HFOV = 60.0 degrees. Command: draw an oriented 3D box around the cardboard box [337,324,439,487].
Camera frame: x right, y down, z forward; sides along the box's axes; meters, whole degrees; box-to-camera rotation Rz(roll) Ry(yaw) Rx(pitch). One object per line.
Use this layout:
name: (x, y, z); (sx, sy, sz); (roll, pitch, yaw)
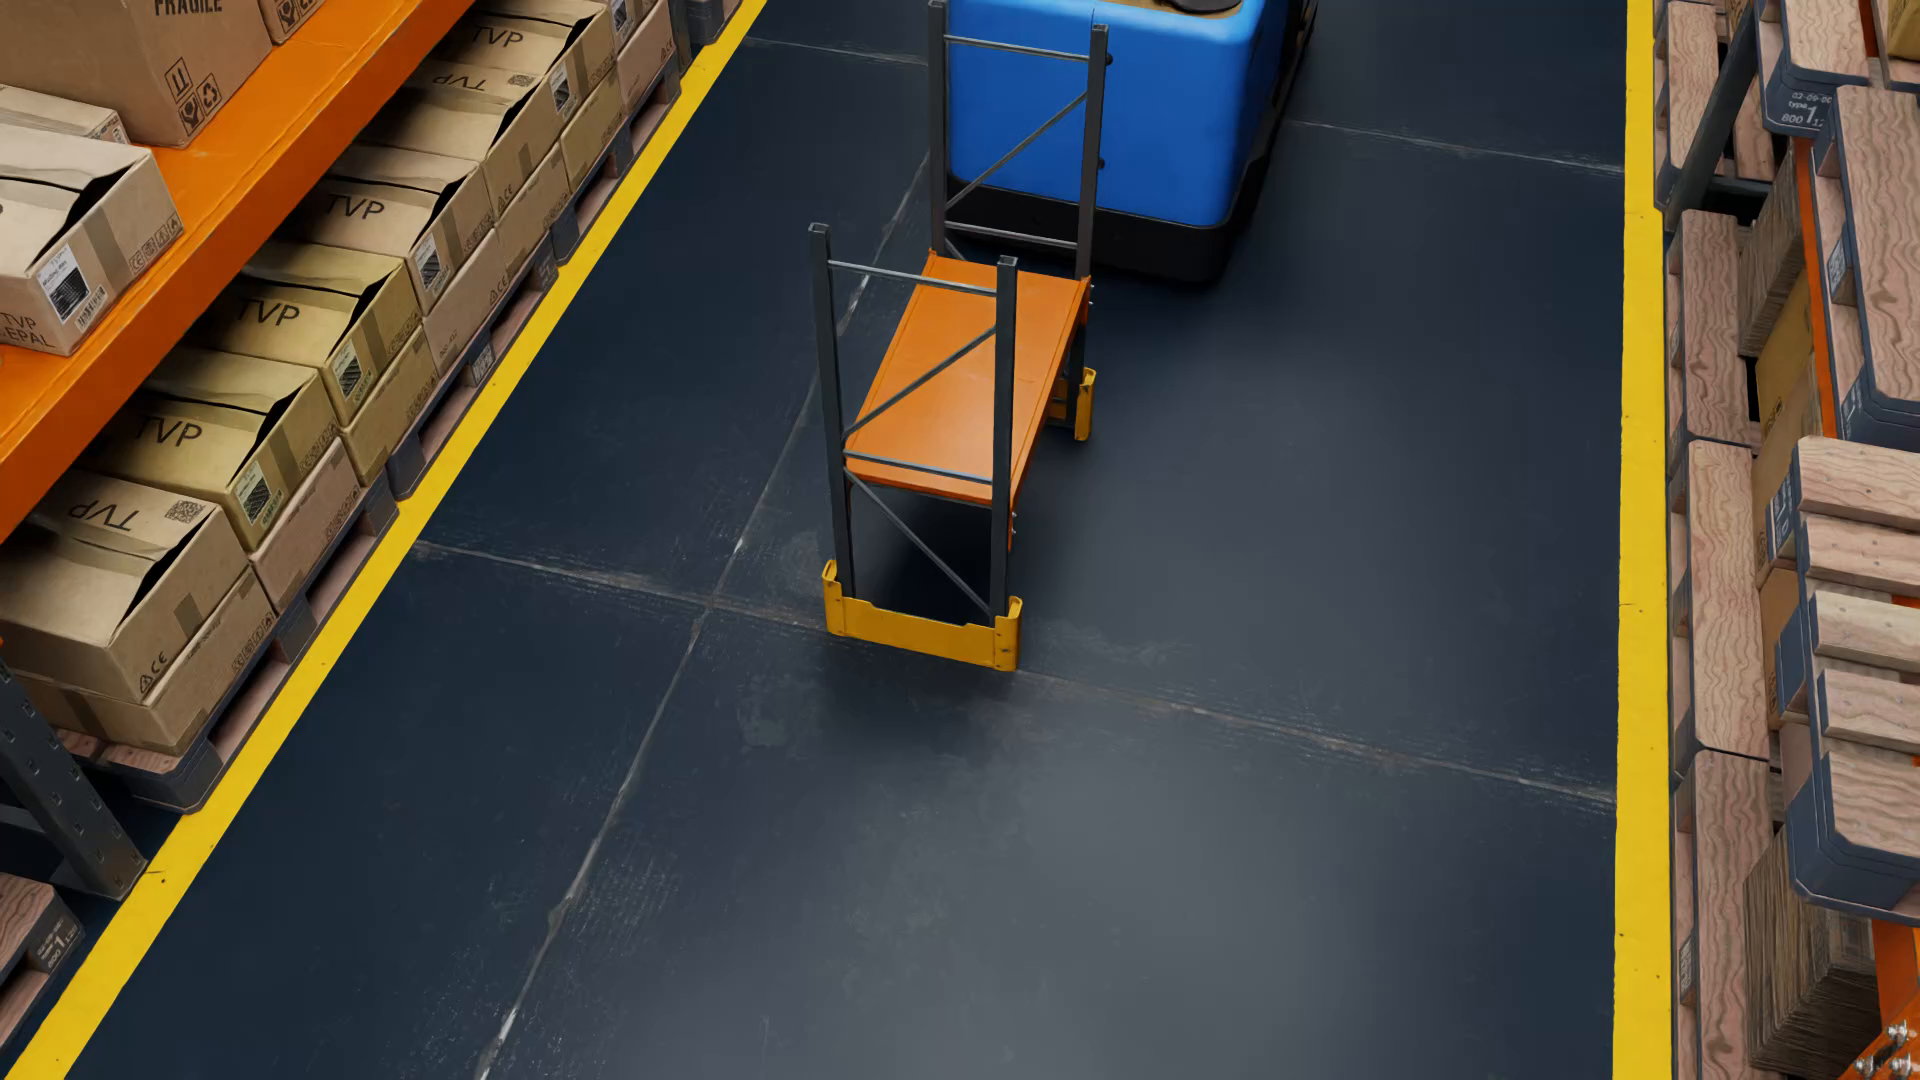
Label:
cardboard box: (-1.997, -0.465, 5.214); (0.500, 0.250, 0.500); (10, 49, 9)

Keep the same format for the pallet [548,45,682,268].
pallet: (-1.785, -1.604, 6.525); (1.003, 0.211, 1.213); (12, 50, 10)

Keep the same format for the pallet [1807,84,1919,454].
pallet: (2.580, -0.576, 3.886); (1.003, 0.211, 1.213); (12, 50, 10)

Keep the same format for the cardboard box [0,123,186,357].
cardboard box: (-2.259, -0.754, 3.974); (0.500, 0.311, 0.500); (11, 49, 10)

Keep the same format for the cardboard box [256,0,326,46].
cardboard box: (-2.117, -1.805, 4.776); (0.500, 0.500, 0.500); (12, 50, 10)

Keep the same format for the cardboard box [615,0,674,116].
cardboard box: (-1.458, -1.940, 6.515); (0.500, 0.250, 0.500); (11, 50, 10)

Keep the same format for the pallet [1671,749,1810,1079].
pallet: (2.306, 1.158, 4.087); (1.003, 0.211, 1.213); (12, 50, 10)

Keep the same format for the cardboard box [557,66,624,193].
cardboard box: (-1.593, -1.574, 6.192); (0.500, 0.250, 0.500); (11, 49, 9)

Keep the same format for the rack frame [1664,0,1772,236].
rack frame: (3.152, -2.093, 5.096); (1.000, 3.000, 0.127); (12, 50, 10)

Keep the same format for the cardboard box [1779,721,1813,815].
cardboard box: (2.486, 0.601, 4.092); (0.700, 0.500, 0.500); (11, 50, 10)

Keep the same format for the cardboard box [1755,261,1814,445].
cardboard box: (2.886, -0.492, 5.057); (0.700, 0.500, 0.500); (11, 49, 9)

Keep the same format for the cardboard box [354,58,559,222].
cardboard box: (-1.723, -1.395, 5.660); (0.500, 0.311, 0.500); (11, 50, 10)

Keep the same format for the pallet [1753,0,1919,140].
pallet: (2.810, -1.505, 4.706); (1.003, 0.211, 1.213); (12, 50, 10)

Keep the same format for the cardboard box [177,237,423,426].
cardboard box: (-1.993, -0.660, 5.012); (0.500, 0.311, 0.500); (10, 49, 9)

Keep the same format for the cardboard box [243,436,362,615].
cardboard box: (-2.128, -0.088, 4.881); (0.500, 0.250, 0.500); (10, 49, 9)

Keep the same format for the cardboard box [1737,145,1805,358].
cardboard box: (2.974, -0.876, 5.396); (0.700, 0.500, 0.500); (13, 50, 11)

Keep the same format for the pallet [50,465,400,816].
pallet: (-2.427, 0.161, 4.967); (1.003, 0.211, 1.213); (12, 50, 10)

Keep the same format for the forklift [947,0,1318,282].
forklift: (0.886, -3.028, 5.968); (1.130, 2.935, 3.031); (14, 50, 12)

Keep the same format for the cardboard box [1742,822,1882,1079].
cardboard box: (2.238, 0.951, 3.784); (0.700, 0.500, 0.500); (12, 50, 11)

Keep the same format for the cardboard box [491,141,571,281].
cardboard box: (-1.727, -1.204, 5.866); (0.500, 0.250, 0.500); (13, 50, 11)

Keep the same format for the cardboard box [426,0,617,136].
cardboard box: (-1.589, -1.755, 5.978); (0.500, 0.311, 0.500); (13, 50, 11)

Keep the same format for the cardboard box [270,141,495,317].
cardboard box: (-1.859, -1.032, 5.340); (0.500, 0.311, 0.500); (11, 49, 10)

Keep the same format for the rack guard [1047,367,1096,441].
rack guard: (0.151, -0.498, 5.523); (0.587, 0.250, 0.087); (12, 50, 10)

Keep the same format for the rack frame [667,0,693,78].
rack frame: (-1.628, -3.068, 5.957); (1.000, 3.000, 0.127); (12, 50, 10)

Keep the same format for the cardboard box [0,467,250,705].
cardboard box: (-2.260, 0.090, 4.350); (0.500, 0.311, 0.500); (13, 50, 11)

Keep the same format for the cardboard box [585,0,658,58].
cardboard box: (-1.458, -2.133, 6.312); (0.500, 0.311, 0.500); (12, 50, 10)

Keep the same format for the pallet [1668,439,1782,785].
pallet: (2.629, 0.279, 4.863); (1.003, 0.211, 1.213); (12, 50, 10)

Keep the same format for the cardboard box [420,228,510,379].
cardboard box: (-1.862, -0.836, 5.541); (0.500, 0.250, 0.500); (12, 50, 11)

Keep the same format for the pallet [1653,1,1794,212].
pallet: (3.294, -1.663, 6.577); (1.003, 0.211, 1.213); (12, 50, 10)

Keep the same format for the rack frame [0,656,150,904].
rack frame: (-2.681, -0.174, 3.403); (1.000, 3.000, 0.127); (12, 50, 10)

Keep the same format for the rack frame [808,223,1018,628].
rack frame: (-0.111, -0.190, 4.418); (0.500, 1.500, 0.032); (12, 50, 10)

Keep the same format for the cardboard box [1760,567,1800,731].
cardboard box: (2.589, 0.236, 4.415); (0.700, 0.500, 0.500); (11, 50, 10)

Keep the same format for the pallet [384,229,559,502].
pallet: (-2.104, -0.719, 5.744); (1.003, 0.211, 1.213); (12, 50, 10)

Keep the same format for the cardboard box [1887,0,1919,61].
cardboard box: (2.831, -1.507, 4.219); (0.700, 0.500, 0.500); (16, 51, 14)

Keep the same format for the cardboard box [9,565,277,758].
cardboard box: (-2.260, 0.276, 4.560); (0.500, 0.250, 0.500); (11, 50, 10)

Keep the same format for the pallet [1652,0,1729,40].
pallet: (3.614, -2.548, 7.358); (1.003, 0.211, 1.213); (12, 50, 10)

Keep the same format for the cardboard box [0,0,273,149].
cardboard box: (-2.255, -1.424, 4.440); (0.500, 0.500, 0.500); (9, 49, 8)

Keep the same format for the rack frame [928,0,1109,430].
rack frame: (0.156, -0.926, 5.067); (0.500, 1.500, 0.032); (12, 50, 10)

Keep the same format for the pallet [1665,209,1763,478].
pallet: (2.948, -0.607, 5.645); (1.003, 0.211, 1.213); (12, 50, 10)

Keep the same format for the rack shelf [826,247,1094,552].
rack shelf: (0.022, -0.439, 4.877); (0.538, 0.185, 1.000); (12, 50, 10)

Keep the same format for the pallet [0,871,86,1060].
pallet: (-2.914, 1.281, 3.979); (1.003, 0.211, 1.213); (12, 50, 10)

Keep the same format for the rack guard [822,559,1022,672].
rack guard: (-0.111, 0.222, 4.887); (0.587, 0.250, 0.087); (12, 50, 10)

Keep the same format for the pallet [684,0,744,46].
pallet: (-1.379, -2.712, 7.503); (1.003, 0.211, 1.213); (12, 50, 10)

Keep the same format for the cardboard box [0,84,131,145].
cardboard box: (-2.400, -1.025, 4.321); (0.380, 0.149, 0.250); (15, 50, 13)

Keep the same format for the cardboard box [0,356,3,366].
cardboard box: (-2.543, -0.399, 3.661); (0.500, 0.311, 0.500); (14, 50, 12)

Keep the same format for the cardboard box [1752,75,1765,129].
cardboard box: (3.264, -1.694, 6.340); (0.380, 0.166, 0.250); (6, 49, 5)

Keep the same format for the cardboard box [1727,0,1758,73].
cardboard box: (3.386, -2.170, 6.538); (0.500, 0.500, 0.500); (8, 49, 7)

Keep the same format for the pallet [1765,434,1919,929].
pallet: (2.184, 0.327, 3.088); (1.213, 0.211, 1.003); (12, 50, 10)

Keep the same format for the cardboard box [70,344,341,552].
cardboard box: (-2.130, -0.292, 4.686); (0.500, 0.311, 0.500); (10, 49, 9)

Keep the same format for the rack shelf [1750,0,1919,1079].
rack shelf: (2.625, -0.408, 4.089); (1.077, 0.370, 4.000); (12, 50, 10)

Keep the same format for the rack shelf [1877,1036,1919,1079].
rack shelf: (1.573, 2.485, 1.536); (1.077, 0.370, 4.000); (12, 50, 10)

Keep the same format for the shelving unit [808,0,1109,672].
shelving unit: (0.020, -0.551, 4.736); (0.587, 1.500, 1.083); (12, 50, 10)

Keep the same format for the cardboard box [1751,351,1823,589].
cardboard box: (2.713, -0.131, 4.739); (0.700, 0.500, 0.500); (12, 50, 10)
